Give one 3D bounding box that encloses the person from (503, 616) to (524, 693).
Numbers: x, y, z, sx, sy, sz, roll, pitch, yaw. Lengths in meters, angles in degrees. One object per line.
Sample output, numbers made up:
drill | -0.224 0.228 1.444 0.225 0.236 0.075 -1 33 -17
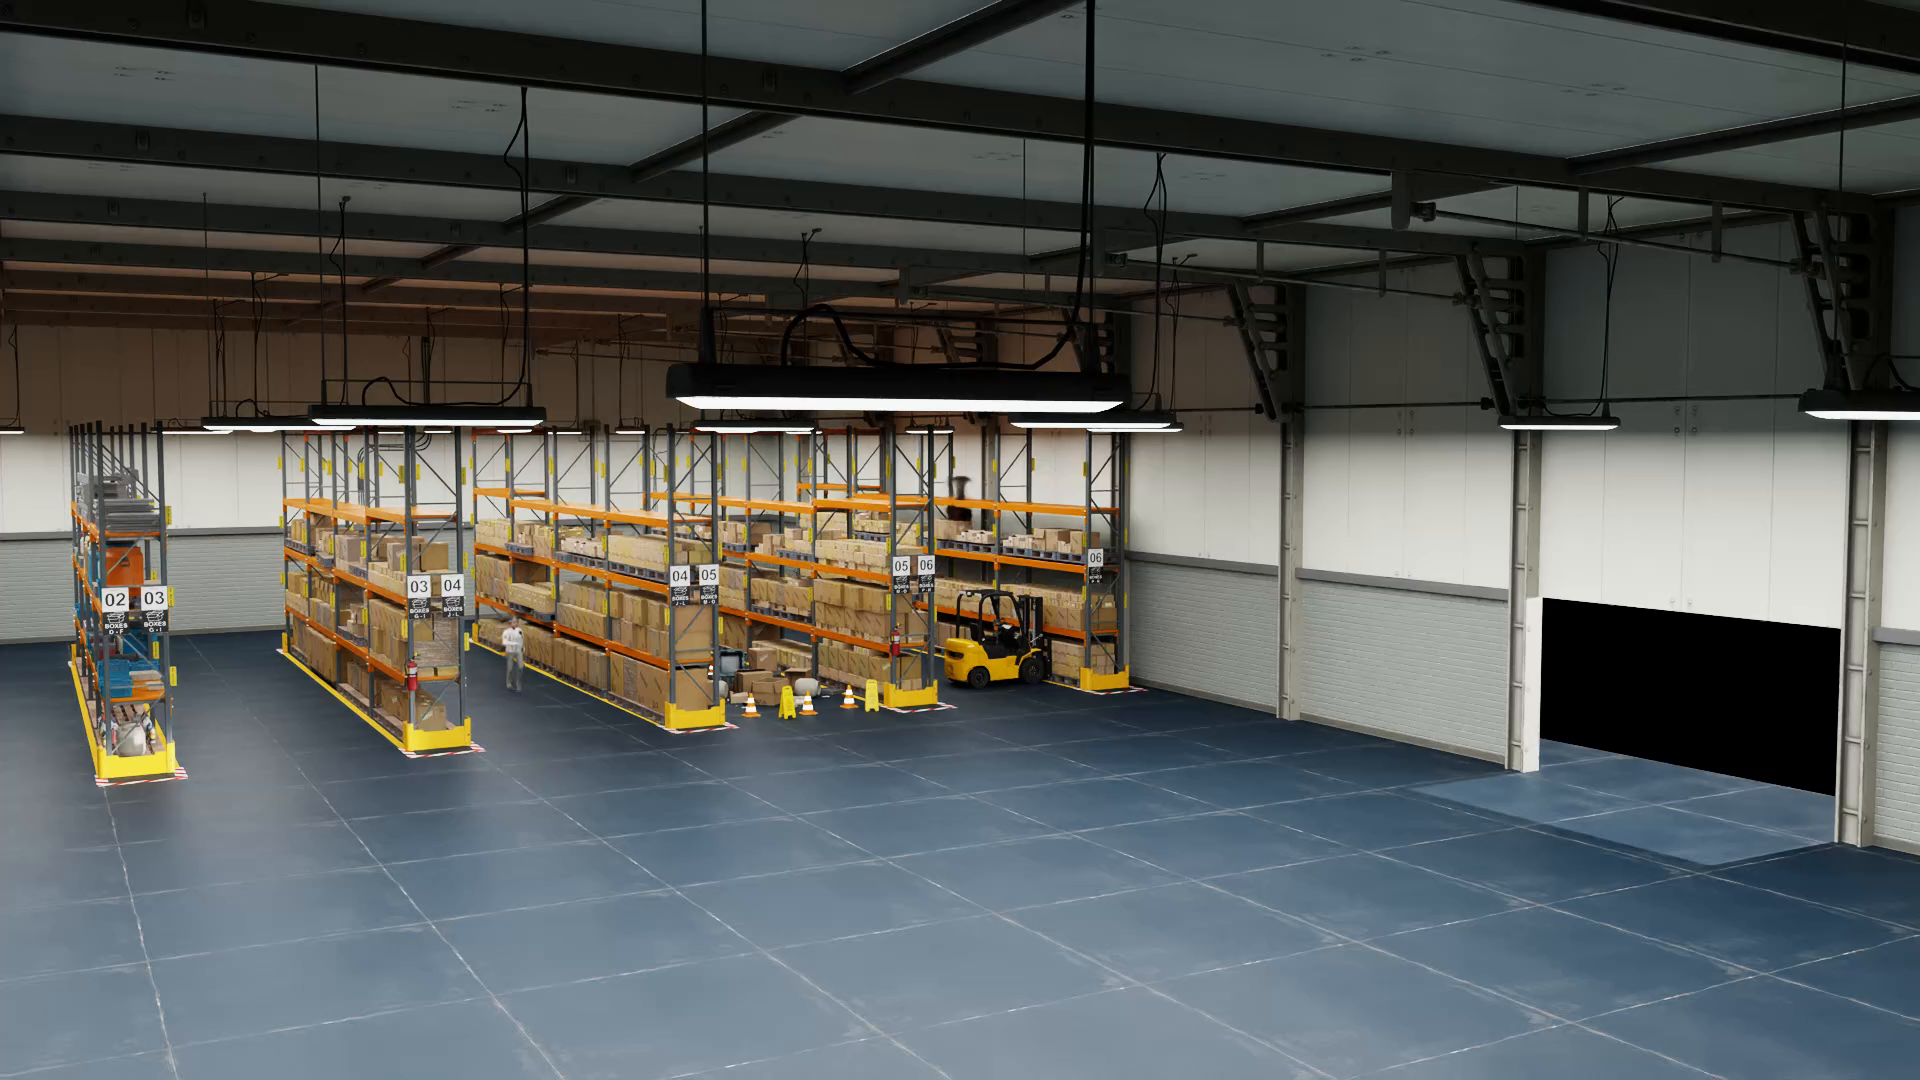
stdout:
person | -10.049 2.569 37.458 0.547 1.738 0.812 -2 4 -29
